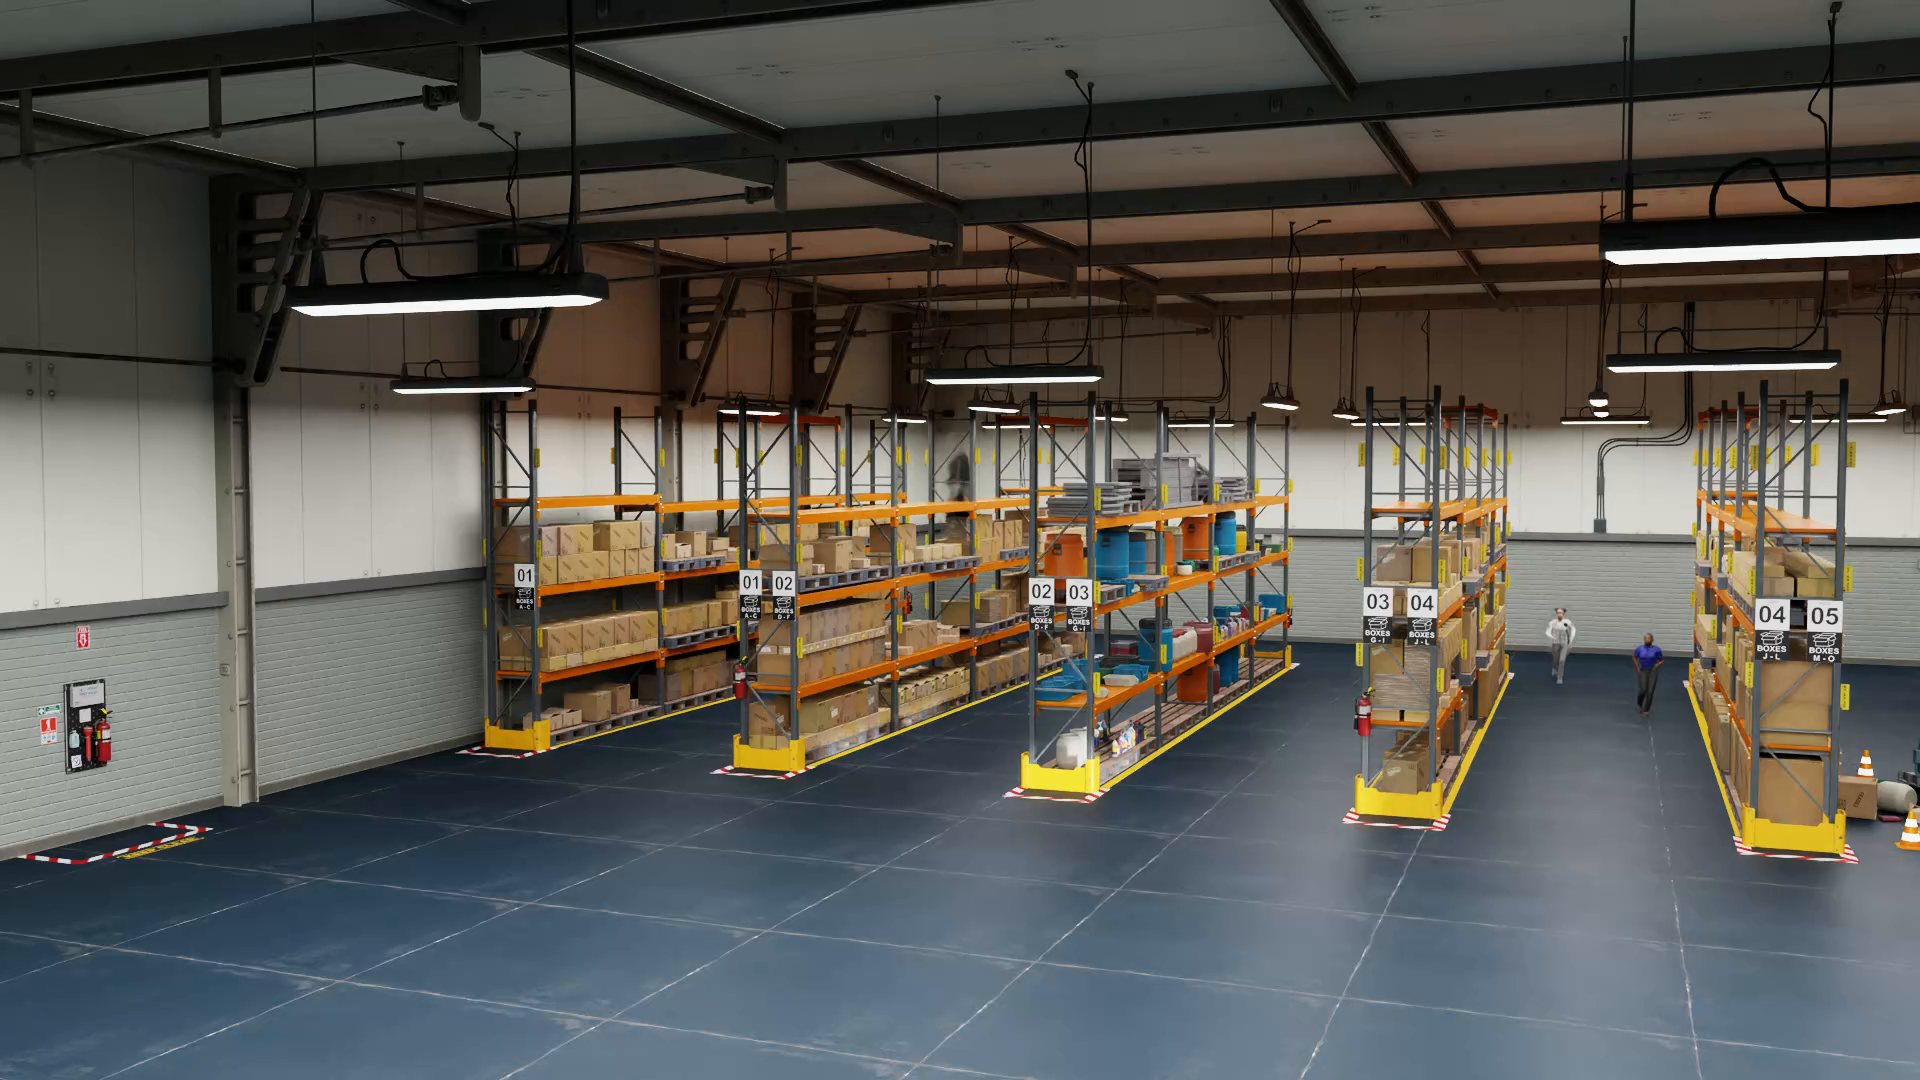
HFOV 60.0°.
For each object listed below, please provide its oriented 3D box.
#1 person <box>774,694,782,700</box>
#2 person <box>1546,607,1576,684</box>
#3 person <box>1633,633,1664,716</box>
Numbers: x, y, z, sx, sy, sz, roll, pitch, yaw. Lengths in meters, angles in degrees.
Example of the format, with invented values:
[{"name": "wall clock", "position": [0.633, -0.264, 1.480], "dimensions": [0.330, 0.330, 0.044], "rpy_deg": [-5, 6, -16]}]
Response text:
[{"name": "person", "position": [-3.522, 2.540, 32.014], "dimensions": [0.646, 1.847, 0.796], "rpy_deg": [0, 3, 3]}, {"name": "person", "position": [13.427, 2.337, 37.170], "dimensions": [0.626, 1.705, 0.874], "rpy_deg": [1, 3, 22]}, {"name": "person", "position": [13.274, 2.608, 32.065], "dimensions": [0.560, 1.621, 0.567], "rpy_deg": [1, 3, 21]}]
